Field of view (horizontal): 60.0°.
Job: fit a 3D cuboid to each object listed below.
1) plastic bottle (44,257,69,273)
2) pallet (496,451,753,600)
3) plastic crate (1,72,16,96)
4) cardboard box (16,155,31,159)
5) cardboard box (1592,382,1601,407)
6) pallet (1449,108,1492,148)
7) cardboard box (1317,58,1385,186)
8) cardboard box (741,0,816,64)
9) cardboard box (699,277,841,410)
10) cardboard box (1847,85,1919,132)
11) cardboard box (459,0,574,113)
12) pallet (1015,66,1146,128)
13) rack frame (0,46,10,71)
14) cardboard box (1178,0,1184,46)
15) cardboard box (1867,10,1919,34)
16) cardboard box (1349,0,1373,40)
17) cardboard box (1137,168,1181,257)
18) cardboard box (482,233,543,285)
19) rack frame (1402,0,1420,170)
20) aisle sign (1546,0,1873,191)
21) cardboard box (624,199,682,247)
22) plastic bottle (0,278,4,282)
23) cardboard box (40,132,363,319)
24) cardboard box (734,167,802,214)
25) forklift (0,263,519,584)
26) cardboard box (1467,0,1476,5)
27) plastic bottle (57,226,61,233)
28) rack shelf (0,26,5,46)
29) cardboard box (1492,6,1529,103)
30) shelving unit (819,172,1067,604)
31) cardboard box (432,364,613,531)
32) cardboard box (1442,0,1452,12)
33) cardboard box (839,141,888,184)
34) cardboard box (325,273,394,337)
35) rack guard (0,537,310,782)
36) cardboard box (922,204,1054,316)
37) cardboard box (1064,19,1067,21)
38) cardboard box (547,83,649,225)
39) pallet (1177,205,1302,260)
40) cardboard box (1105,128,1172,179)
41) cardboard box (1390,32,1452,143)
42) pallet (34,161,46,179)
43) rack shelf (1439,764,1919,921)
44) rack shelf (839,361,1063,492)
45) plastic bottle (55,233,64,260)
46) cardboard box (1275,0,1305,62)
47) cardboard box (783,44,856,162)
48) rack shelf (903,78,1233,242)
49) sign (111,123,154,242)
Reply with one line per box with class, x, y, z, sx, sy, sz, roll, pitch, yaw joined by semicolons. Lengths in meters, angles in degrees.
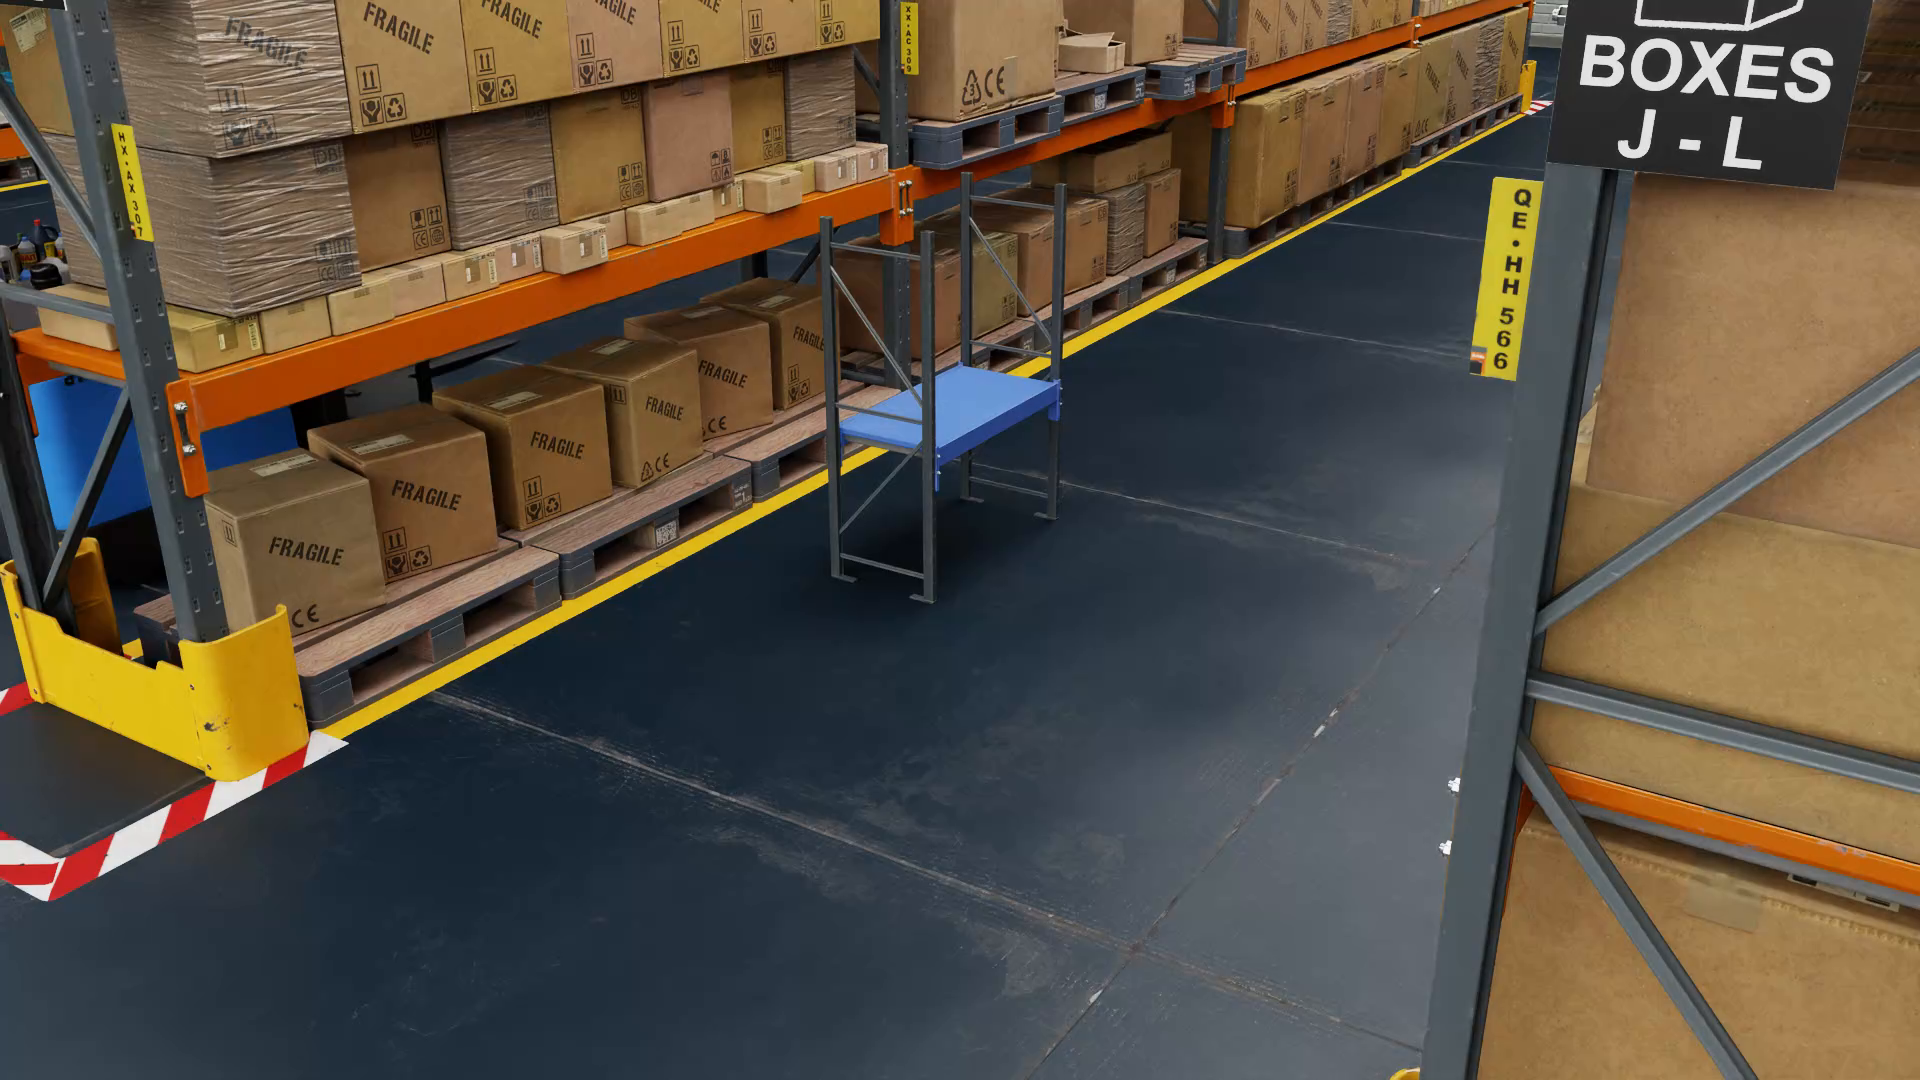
plastic bottle;-5.370;-1.566;9.967;0.152;0.276;0.135;14;27;30
pallet;-1.673;-0.155;7.342;1.003;0.211;1.213;14;27;29
plastic crate;-5.267;-2.621;9.716;0.499;0.251;0.616;14;27;29
cardboard box;-8.156;-3.522;14.542;0.500;0.250;0.500;13;27;27
cardboard box;1.773;-0.052;3.406;0.875;0.550;0.550;14;27;29
pallet;4.624;-4.156;16.585;1.003;0.211;1.213;14;27;29
cardboard box;2.722;-3.478;13.654;1.225;0.875;0.875;13;27;27
cardboard box;-0.973;-2.345;7.131;0.500;0.500;0.500;14;27;29
cardboard box;-0.951;-1.001;8.404;0.500;0.500;0.500;13;27;27
cardboard box;1.784;-0.545;3.185;0.875;0.550;0.550;14;27;29
cardboard box;-1.763;-1.838;5.961;0.500;0.500;0.500;14;27;29
pallet;0.394;-2.667;9.877;1.003;0.211;1.213;14;27;29
rack frame;-11.221;-6.546;18.596;1.000;3.000;0.127;14;27;29
cardboard box;1.153;-3.480;10.858;0.500;0.500;0.500;10;25;23
cardboard box;2.637;-1.092;4.449;0.875;0.550;0.550;14;27;29
cardboard box;2.962;-4.269;13.211;0.500;0.500;0.500;14;27;28
cardboard box;1.067;-2.256;11.279;0.700;0.500;0.500;12;26;26
cardboard box;-1.810;-1.086;6.299;0.380;0.149;0.250;14;27;29
rack frame;3.513;-4.782;14.521;1.000;3.000;0.127;14;27;29
aisle sign;1.052;-0.890;2.259;0.394;0.787;0.004;14;27;29
cardboard box;-1.374;-1.329;6.861;0.380;0.149;0.250;14;27;29
plastic bottle;-5.570;-1.416;9.625;0.097;0.271;0.097;0;23;0
cardboard box;-2.503;-1.094;5.502;0.875;0.500;0.500;14;27;29
cardboard box;-0.930;-1.571;7.419;0.380;0.149;0.250;14;27;29
forklift;-3.072;-1.688;7.459;1.130;2.935;3.031;15;28;31
cardboard box;4.635;-5.134;15.651;0.380;0.149;0.250;14;27;30
plastic bottle;-5.693;-1.921;10.692;0.144;0.351;0.185;15;27;30
rack shelf;-8.066;-4.504;14.784;1.077;0.370;4.000;14;27;29
cardboard box;5.354;-5.117;17.440;0.875;0.875;0.875;14;27;29
shelving unit;-0.045;-0.659;6.886;0.538;1.500;1.048;14;27;29
cardboard box;-1.840;-0.401;7.018;0.500;0.500;0.500;17;29;34
cardboard box;4.229;-4.875;15.051;0.380;0.149;0.250;15;28;31
cardboard box;-0.570;-1.832;8.024;0.380;0.149;0.250;14;27;29
cardboard box;-2.171;-0.824;5.695;0.380;0.149;0.250;14;27;29
rack guard;-2.776;0.390;5.721;1.175;0.500;0.348;14;27;29
cardboard box;0.198;-1.685;9.960;0.700;0.500;0.500;11;26;24
cardboard box;0.324;-3.038;10.153;0.500;0.250;0.500;13;27;27
cardboard box;-1.767;-1.614;6.702;0.875;0.500;0.500;14;27;29
pallet;1.883;-2.403;12.534;1.003;0.211;1.213;14;27;29
cardboard box;1.076;-2.598;11.125;0.500;0.250;0.500;15;28;31
cardboard box;3.930;-4.206;15.335;0.875;0.875;0.875;14;27;29
pallet;-8.122;-3.550;15.184;1.003;0.211;1.213;14;27;29
rack shelf;2.399;-0.003;4.387;1.077;0.370;4.000;14;27;29
rack shelf;-0.045;-0.494;6.957;0.538;0.185;1.000;14;27;29
plastic bottle;-5.667;-1.810;10.536;0.097;0.271;0.097;0;23;0
cardboard box;2.161;-3.759;12.033;0.500;0.500;0.500;13;27;28
cardboard box;-0.996;-2.125;7.884;0.875;0.500;0.500;14;27;29
rack shelf;0.349;-2.427;9.986;1.077;0.370;4.000;14;27;29
sign;-2.355;-1.016;4.730;0.100;0.325;0.005;14;27;29
